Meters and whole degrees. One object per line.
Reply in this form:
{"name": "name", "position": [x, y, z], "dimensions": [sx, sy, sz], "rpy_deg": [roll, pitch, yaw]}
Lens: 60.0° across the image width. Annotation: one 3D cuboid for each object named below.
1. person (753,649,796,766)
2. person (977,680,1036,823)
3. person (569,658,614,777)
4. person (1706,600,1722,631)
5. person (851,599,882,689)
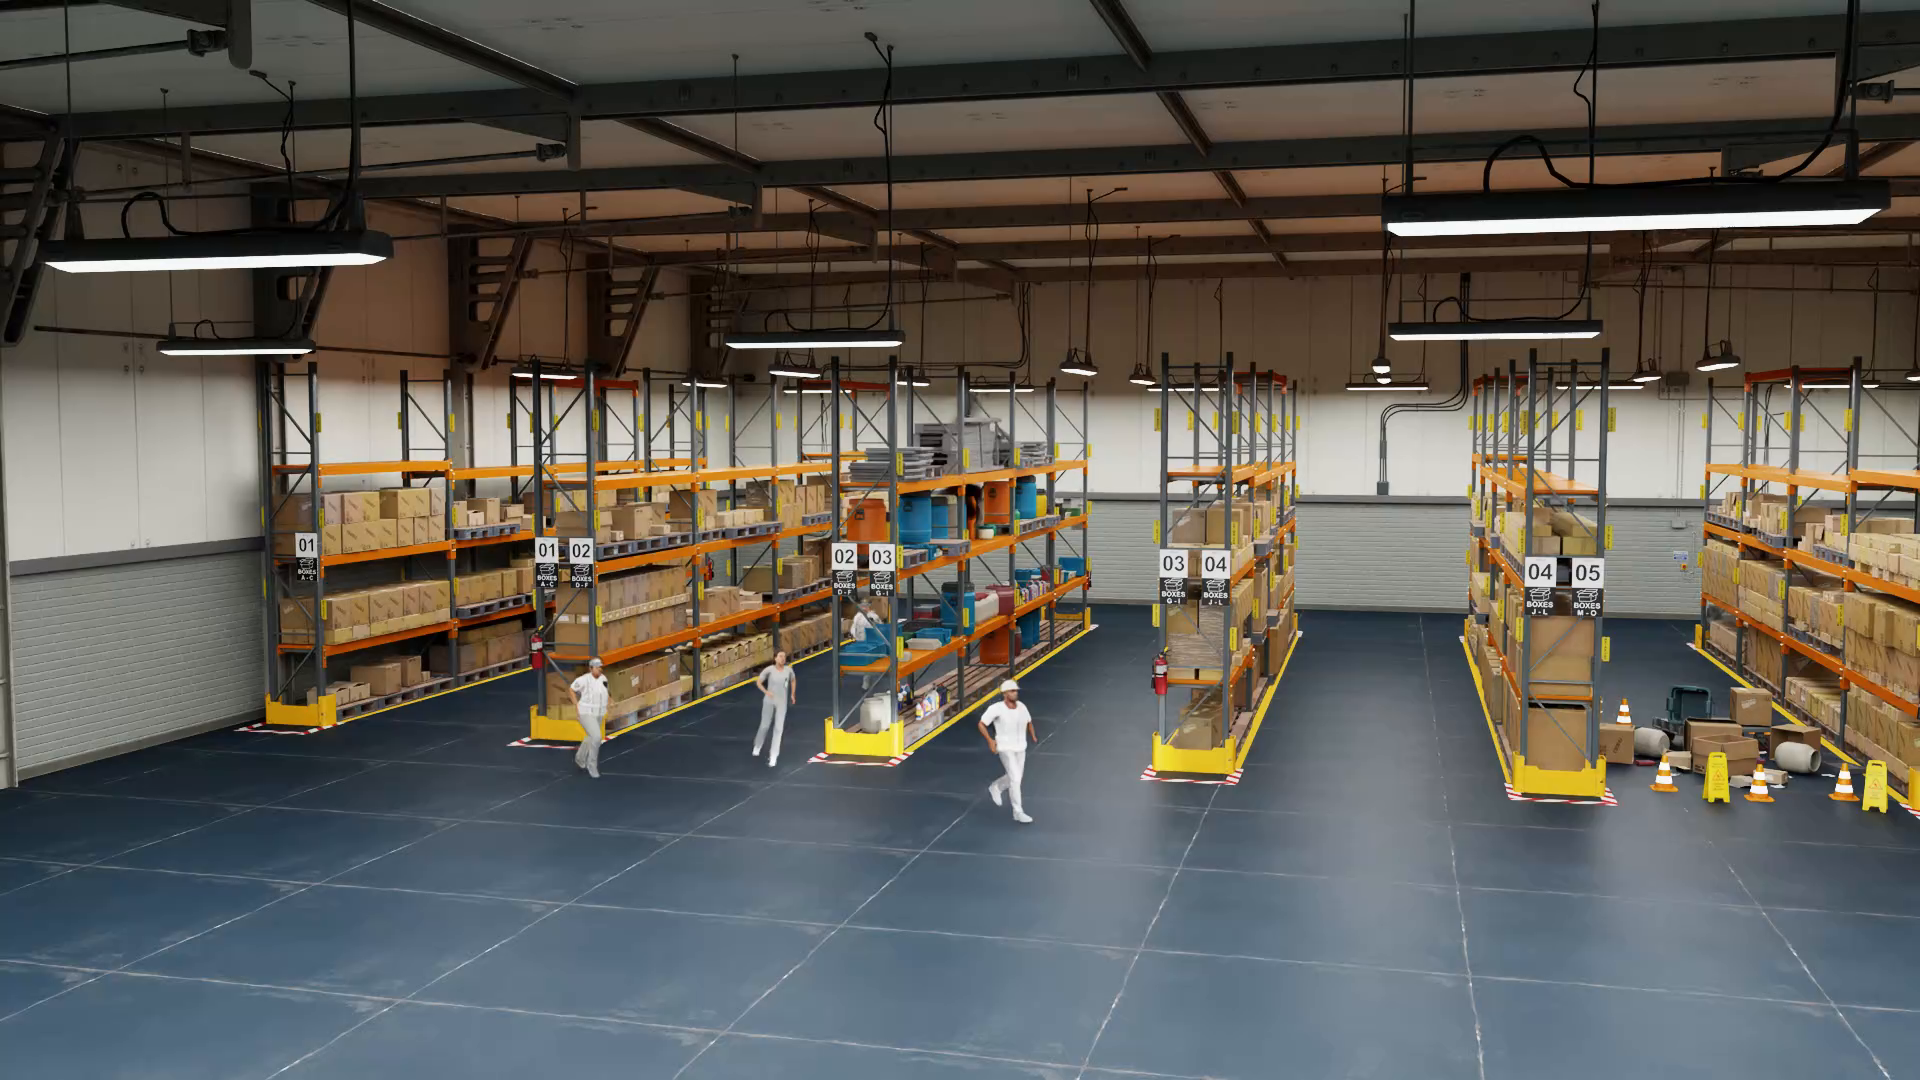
{"name": "person", "position": [-2.711, 2.425, 24.597], "dimensions": [0.639, 1.644, 0.871], "rpy_deg": [-1, 4, -15]}
{"name": "person", "position": [0.620, 2.637, 21.035], "dimensions": [0.731, 1.746, 0.930], "rpy_deg": [-3, 5, -38]}
{"name": "person", "position": [-5.255, 2.531, 23.763], "dimensions": [0.824, 1.709, 0.523], "rpy_deg": [3, 5, 35]}
{"name": "person", "position": [17.307, 1.464, 38.079], "dimensions": [0.683, 1.796, 0.690], "rpy_deg": [3, 5, 39]}
{"name": "person", "position": [-1.773, 1.946, 31.571], "dimensions": [0.600, 1.675, 0.841], "rpy_deg": [0, 4, 6]}
